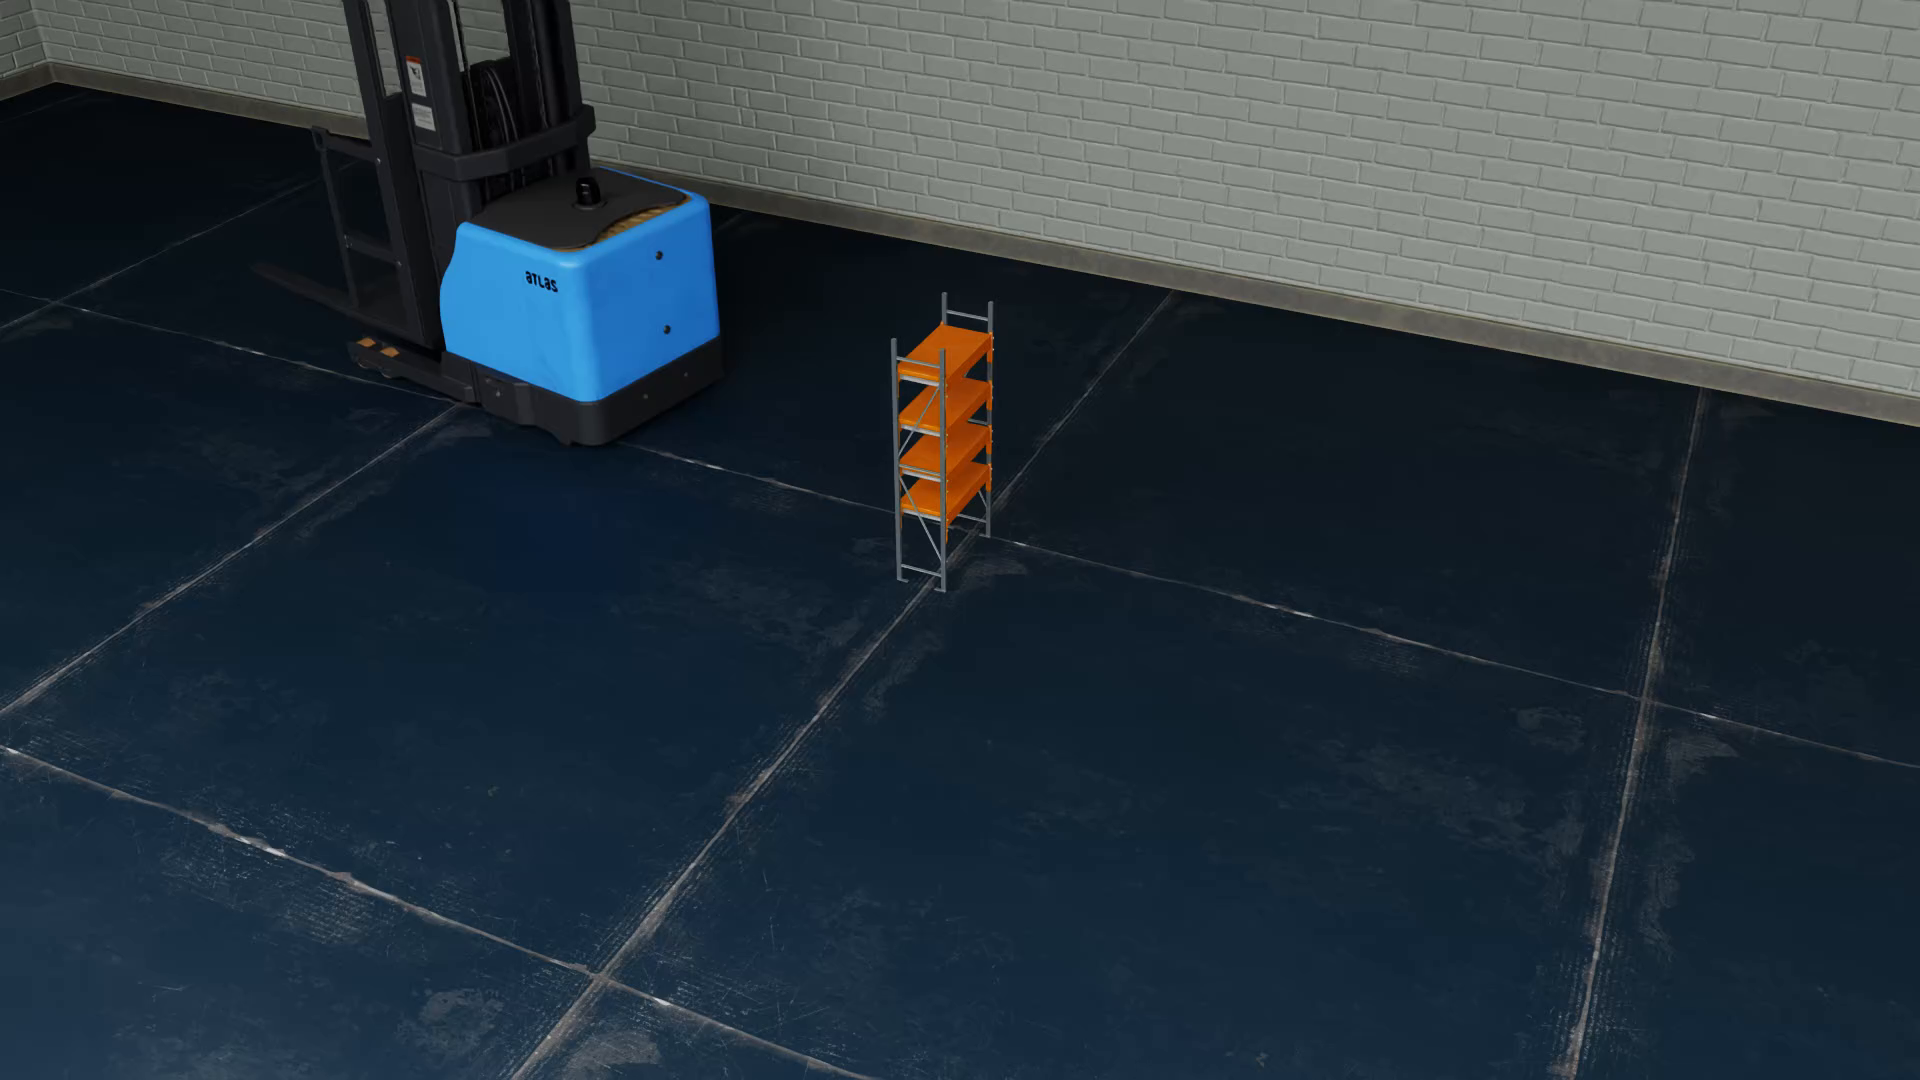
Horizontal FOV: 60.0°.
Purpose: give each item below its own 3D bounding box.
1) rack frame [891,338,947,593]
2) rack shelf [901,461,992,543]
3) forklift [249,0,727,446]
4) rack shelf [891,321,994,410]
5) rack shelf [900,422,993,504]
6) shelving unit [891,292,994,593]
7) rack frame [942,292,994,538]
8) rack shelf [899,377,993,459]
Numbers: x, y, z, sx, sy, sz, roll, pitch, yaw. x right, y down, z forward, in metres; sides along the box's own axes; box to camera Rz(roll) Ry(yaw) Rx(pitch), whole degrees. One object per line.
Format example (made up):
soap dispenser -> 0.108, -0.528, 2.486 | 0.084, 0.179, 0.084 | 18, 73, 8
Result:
rack frame -> -0.171, -0.298, 7.110 | 0.240, 1.200, 0.015 | 14, 36, 20
rack shelf -> -0.069, -0.197, 7.441 | 0.258, 0.148, 0.480 | 14, 36, 20
forklift -> -2.761, -2.326, 8.625 | 3.031, 2.935, 1.130 | 21, 39, 29
rack shelf -> -0.069, -0.748, 7.080 | 0.258, 0.148, 0.480 | 14, 36, 20
rack shelf -> -0.069, -0.363, 7.332 | 0.258, 0.148, 0.480 | 14, 36, 20
shelving unit -> -0.069, -0.419, 7.295 | 0.258, 1.200, 0.503 | 14, 36, 20
rack frame -> 0.033, -0.541, 7.481 | 0.240, 1.200, 0.015 | 14, 36, 20
rack shelf -> -0.069, -0.550, 7.210 | 0.258, 0.148, 0.480 | 14, 36, 20
